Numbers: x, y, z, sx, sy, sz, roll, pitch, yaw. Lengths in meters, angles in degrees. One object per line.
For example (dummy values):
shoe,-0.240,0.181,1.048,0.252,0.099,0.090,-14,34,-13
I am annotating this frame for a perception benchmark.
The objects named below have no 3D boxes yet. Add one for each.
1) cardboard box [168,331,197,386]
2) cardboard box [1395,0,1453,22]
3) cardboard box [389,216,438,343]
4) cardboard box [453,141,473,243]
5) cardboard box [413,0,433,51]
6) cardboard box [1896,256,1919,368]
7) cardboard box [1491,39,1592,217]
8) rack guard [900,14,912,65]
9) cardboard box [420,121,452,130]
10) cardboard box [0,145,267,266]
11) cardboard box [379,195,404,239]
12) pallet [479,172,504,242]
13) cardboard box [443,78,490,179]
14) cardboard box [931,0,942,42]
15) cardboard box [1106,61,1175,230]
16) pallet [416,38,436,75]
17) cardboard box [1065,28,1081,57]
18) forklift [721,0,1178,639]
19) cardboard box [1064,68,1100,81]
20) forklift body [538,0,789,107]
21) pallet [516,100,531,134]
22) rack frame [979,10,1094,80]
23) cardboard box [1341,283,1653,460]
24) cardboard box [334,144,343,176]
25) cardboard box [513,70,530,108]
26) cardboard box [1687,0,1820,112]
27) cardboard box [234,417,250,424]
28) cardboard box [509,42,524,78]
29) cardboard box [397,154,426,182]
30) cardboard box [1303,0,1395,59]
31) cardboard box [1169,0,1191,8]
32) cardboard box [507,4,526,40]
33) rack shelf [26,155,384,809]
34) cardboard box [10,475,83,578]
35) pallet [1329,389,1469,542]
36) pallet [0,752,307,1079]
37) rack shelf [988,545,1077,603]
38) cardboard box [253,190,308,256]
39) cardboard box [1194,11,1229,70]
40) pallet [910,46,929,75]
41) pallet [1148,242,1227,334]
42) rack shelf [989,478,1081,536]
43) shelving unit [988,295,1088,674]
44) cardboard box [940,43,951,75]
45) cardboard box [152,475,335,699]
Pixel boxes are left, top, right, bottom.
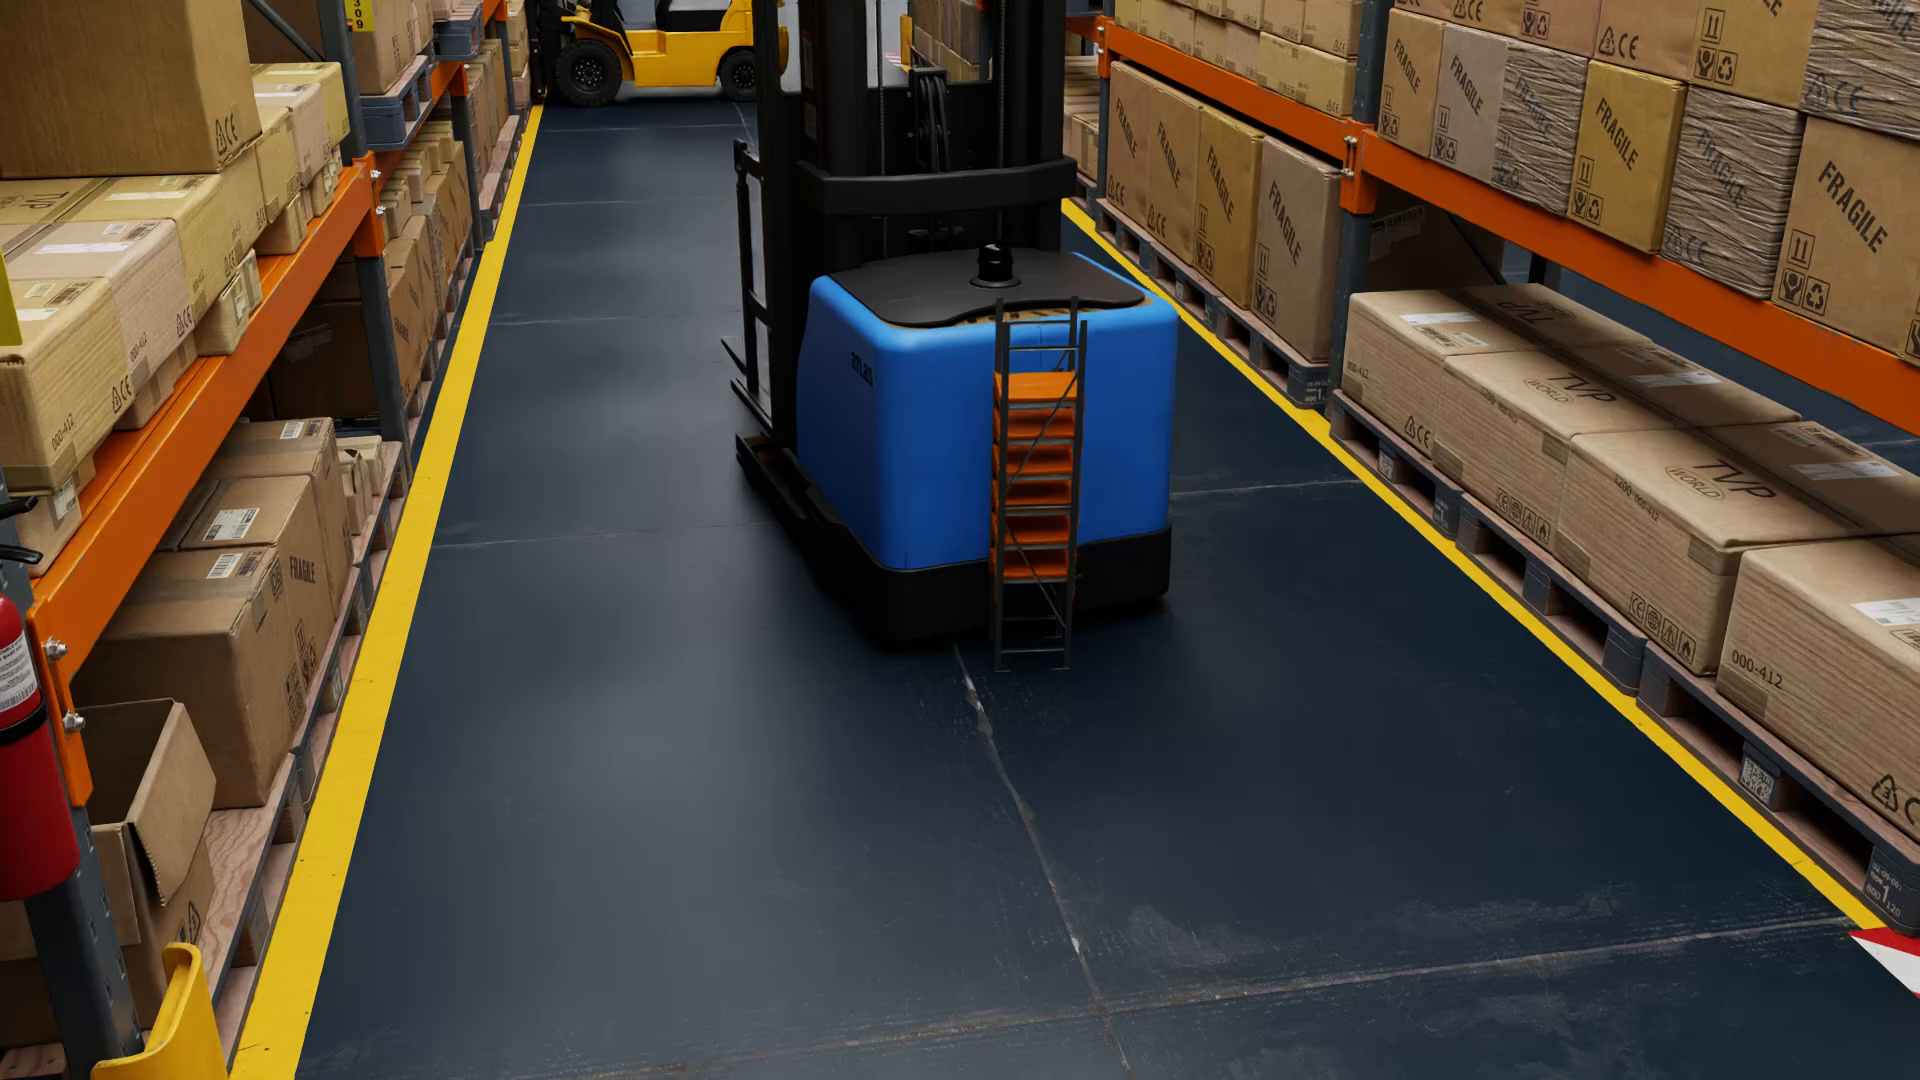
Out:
cardboard box,-1.997,-0.441,3.827,0.380,0.149,0.250,-4,24,-9
cardboard box,1.998,-2.243,6.263,0.500,0.500,0.500,-4,24,-9
cardboard box,-2.794,-1.234,7.926,0.500,0.500,0.500,-5,24,-11
cardboard box,-3.179,-2.045,9.783,0.500,0.500,0.500,-4,24,-8
cardboard box,-2.840,-2.532,7.651,0.700,0.500,0.500,-4,24,-10
cardboard box,2.539,-0.586,3.720,0.500,0.500,0.500,-4,24,-9
cardboard box,2.152,-1.391,5.563,0.500,0.500,0.500,-4,24,-9
rack guard,-0.057,-5.488,18.192,1.175,0.500,0.348,-4,24,-10
cardboard box,-3.128,-2.317,9.595,0.380,0.149,0.250,-5,24,-12
cardboard box,-2.114,-0.865,4.298,0.500,0.250,0.500,-5,24,-11
cardboard box,-2.793,-1.491,7.704,0.380,0.149,0.250,-4,24,-10
pallet,-3.583,-2.197,11.017,1.003,0.211,1.213,-4,24,-10
cardboard box,-3.699,-2.755,11.253,0.875,0.625,0.625,-4,24,-8
cardboard box,-0.003,-5.190,16.358,0.500,0.500,0.500,-4,24,-9
cardboard box,1.455,-2.458,10.260,0.875,0.875,0.875,-5,24,-10
pallet,-3.105,-2.296,7.998,1.003,0.211,1.213,-4,24,-10
cardboard box,0.825,-4.619,15.051,0.500,0.500,0.500,-3,24,-7
forklift,-0.280,-1.587,6.221,1.130,2.935,3.031,-9,25,-19
cardboard box,0.905,-3.590,13.481,0.950,0.372,0.625,-3,24,-6
forklift body,-2.805,-5.295,15.687,2.313,2.155,1.214,-4,24,-10
pallet,-4.314,-3.760,14.595,1.003,0.211,1.213,-4,24,-10
rack frame,0.669,-5.090,14.158,1.000,3.000,0.127,-4,24,-10
cardboard box,2.159,-0.707,6.798,0.875,0.438,0.875,-5,24,-11
cardboard box,-2.422,-1.353,5.914,0.380,0.149,0.250,-4,24,-9
cardboard box,-3.972,-3.869,14.271,0.500,0.250,0.500,-4,24,-9
cardboard box,2.351,-1.445,4.436,0.500,0.500,0.500,-4,24,-10
cardboard box,-2.839,-0.258,5.927,0.500,0.311,0.500,-3,24,-8
cardboard box,-3.994,-4.096,14.167,0.500,0.250,0.500,-4,24,-10
cardboard box,-2.991,-1.900,8.640,0.380,0.149,0.250,-5,24,-11
cardboard box,1.828,-2.260,7.239,0.500,0.250,0.500,-4,24,-10
cardboard box,1.434,-3.060,9.070,0.500,0.250,0.500,-4,24,-10
cardboard box,-4.074,-4.528,14.530,0.500,0.250,0.500,-4,24,-10
rack shelf,-2.359,-0.459,4.451,1.077,0.370,4.000,-4,24,-10
cardboard box,-1.781,-0.036,2.899,0.380,0.149,0.250,-4,24,-10
pallet,2.212,-0.361,6.813,1.003,0.211,1.213,-4,24,-10
pallet,-2.152,0.933,3.850,1.003,0.211,1.213,-4,24,-10
rack shelf,0.224,0.100,5.209,0.258,0.103,0.180,-2,30,-4
cardboard box,-2.184,-0.948,4.987,0.380,0.149,0.250,-5,24,-11
cardboard box,1.550,-2.636,8.725,0.500,0.250,0.500,-4,24,-10
pallet,0.059,-5.034,17.512,1.003,0.211,1.213,-4,24,-10
pallet,1.703,-1.445,9.294,1.003,0.211,1.213,-4,24,-10
rack shelf,0.227,-0.107,5.088,0.258,0.103,0.180,-2,30,-4
shelving unit,0.227,-0.145,5.065,0.258,1.200,0.189,-2,30,-4
cardboard box,0.098,-4.645,16.047,0.500,0.250,0.500,-4,24,-9
cardboard box,-2.129,0.149,4.759,0.500,0.500,0.500,-4,24,-9
